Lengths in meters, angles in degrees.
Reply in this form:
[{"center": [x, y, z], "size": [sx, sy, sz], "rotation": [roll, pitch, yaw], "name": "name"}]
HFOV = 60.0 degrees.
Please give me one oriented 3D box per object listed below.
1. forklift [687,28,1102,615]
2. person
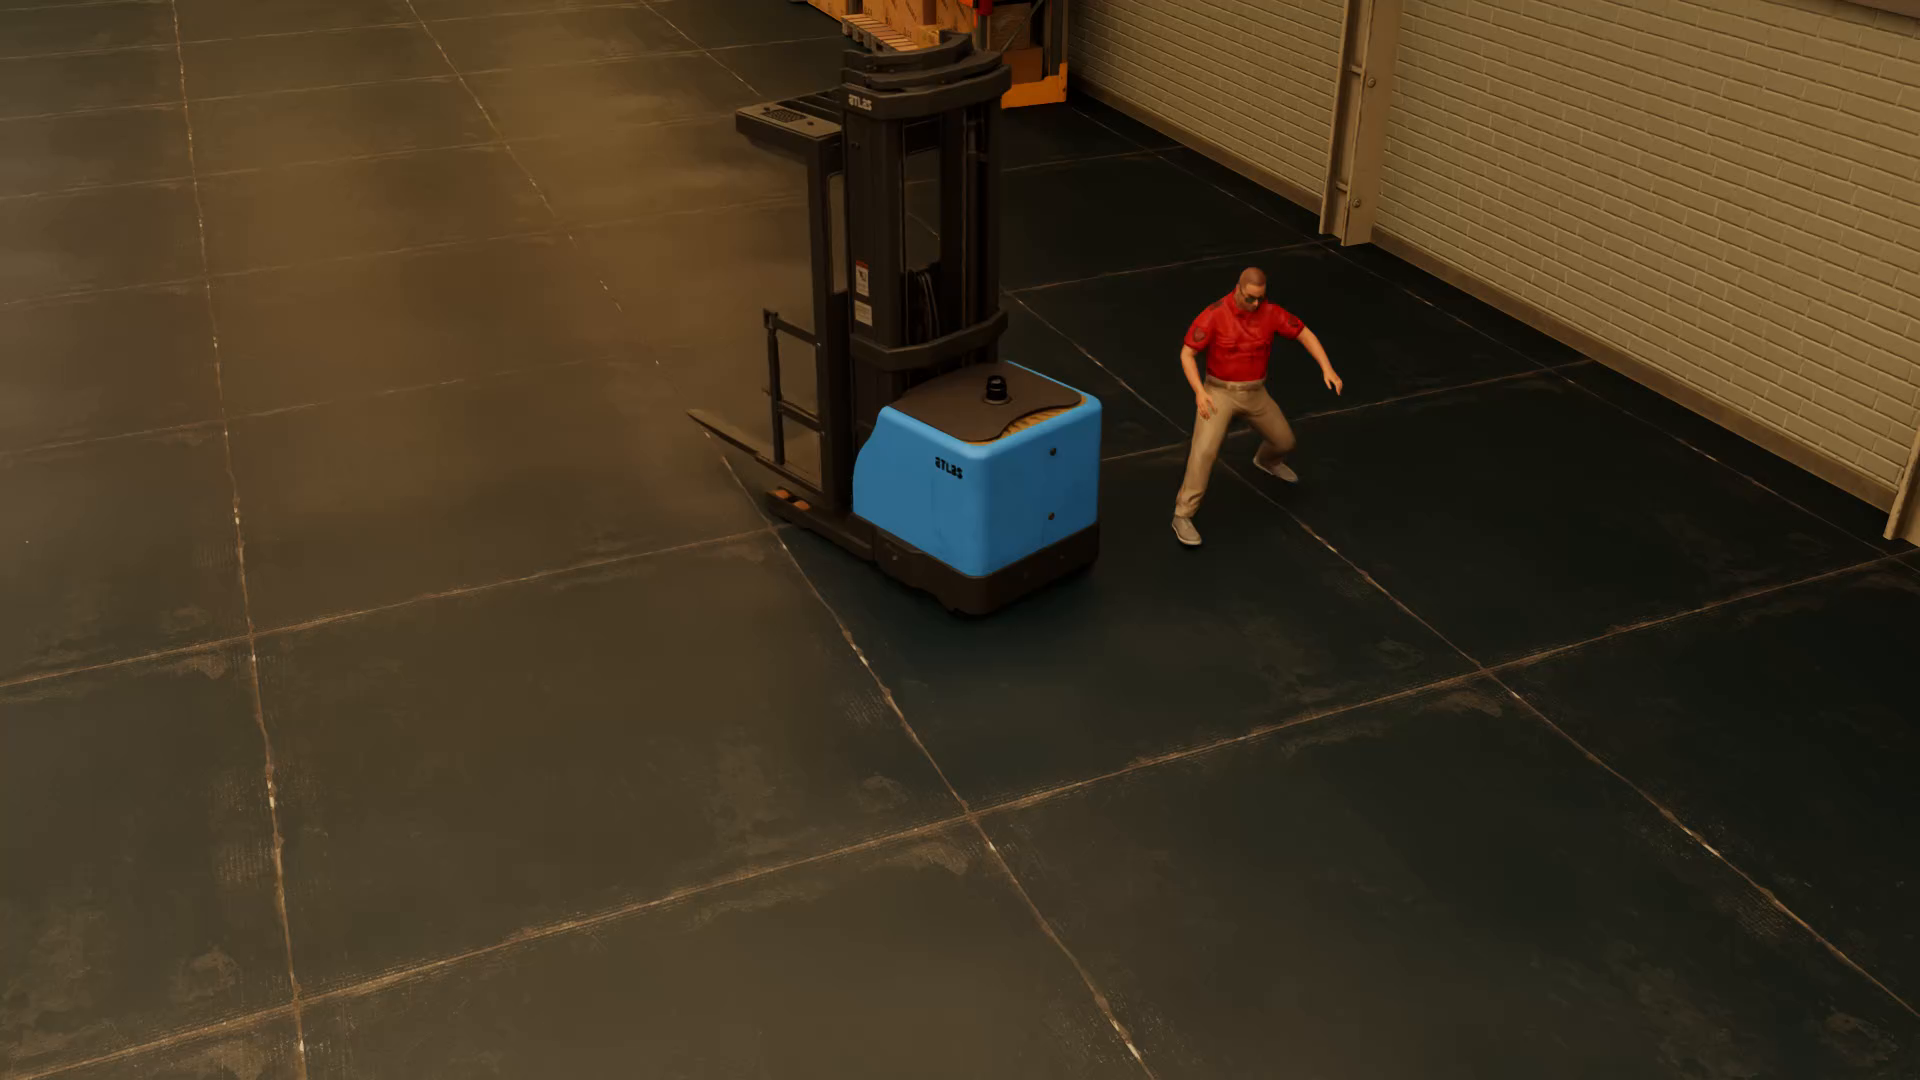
[{"center": [-0.558, -1.500, 9.744], "size": [1.130, 2.935, 3.031], "rotation": [-25, 38, -36], "name": "forklift"}, {"center": [1.745, -0.871, 10.078], "size": [1.043, 1.576, 0.979], "rotation": [-6, 30, -11], "name": "person"}]
